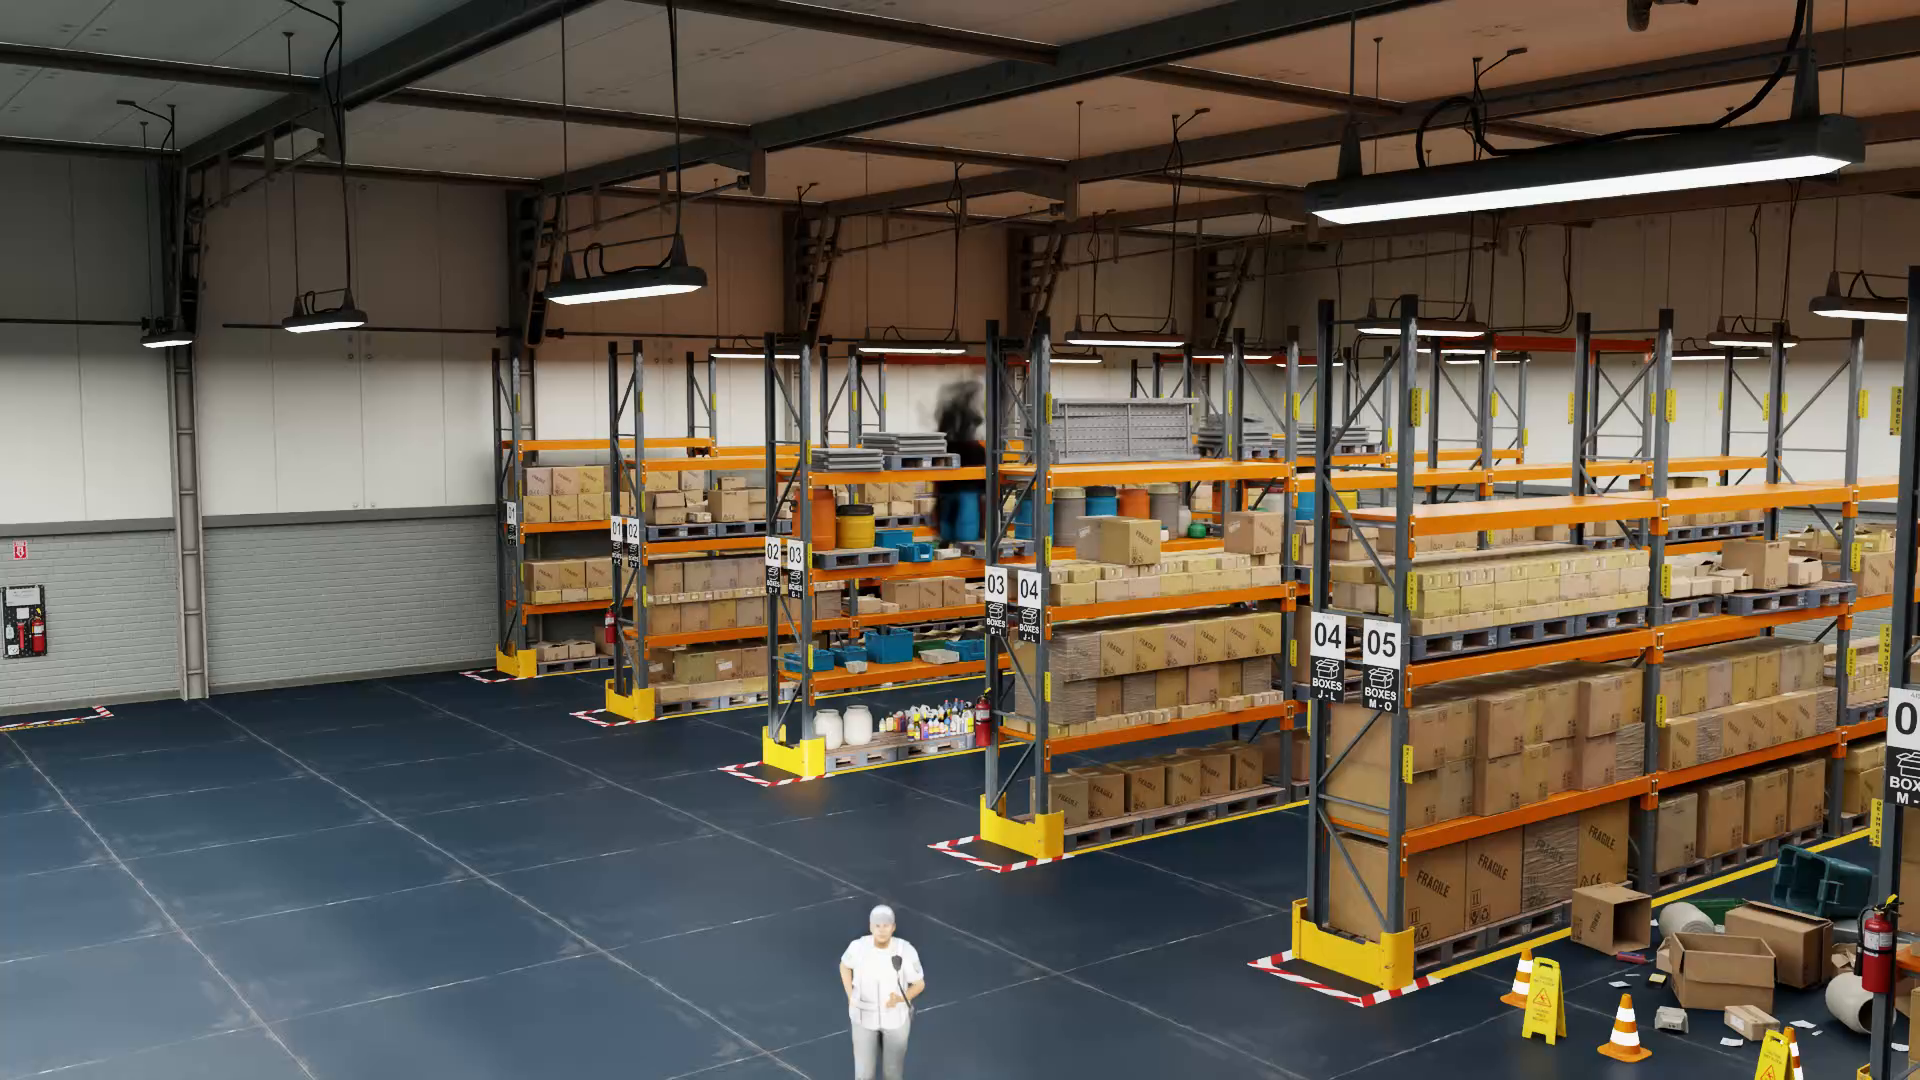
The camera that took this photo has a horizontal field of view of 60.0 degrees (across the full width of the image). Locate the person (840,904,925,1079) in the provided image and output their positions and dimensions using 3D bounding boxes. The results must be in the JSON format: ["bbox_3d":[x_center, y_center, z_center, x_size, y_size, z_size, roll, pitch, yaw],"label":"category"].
[{"bbox_3d":[-0.537,3.354,11.441,0.592,1.736,0.671,0,5,-1],"label":"person"}]
